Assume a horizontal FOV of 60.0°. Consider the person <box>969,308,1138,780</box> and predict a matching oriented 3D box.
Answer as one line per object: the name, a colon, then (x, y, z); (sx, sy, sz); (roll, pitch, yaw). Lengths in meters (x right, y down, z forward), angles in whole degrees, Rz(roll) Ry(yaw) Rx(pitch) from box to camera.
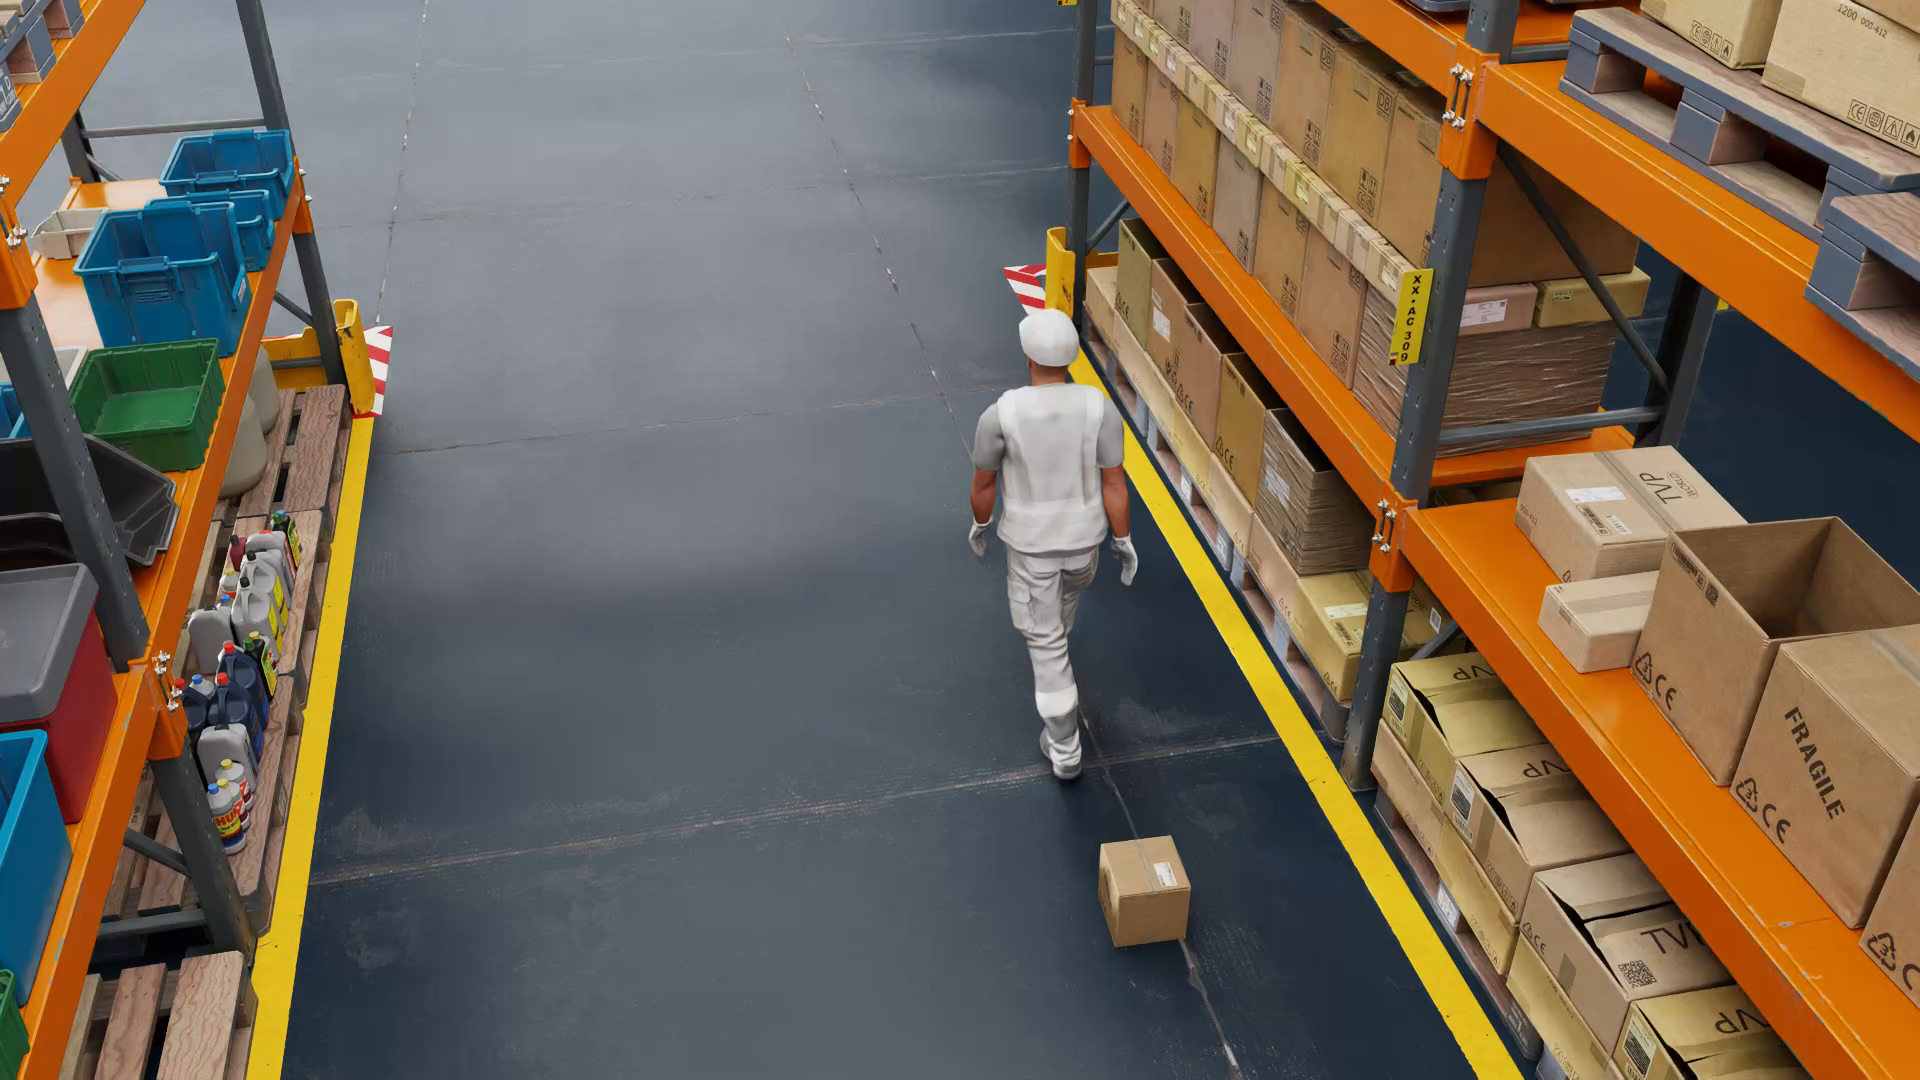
person: (0.319, -0.070, 6.208); (0.577, 1.721, 1.007); (-8, 35, -11)
